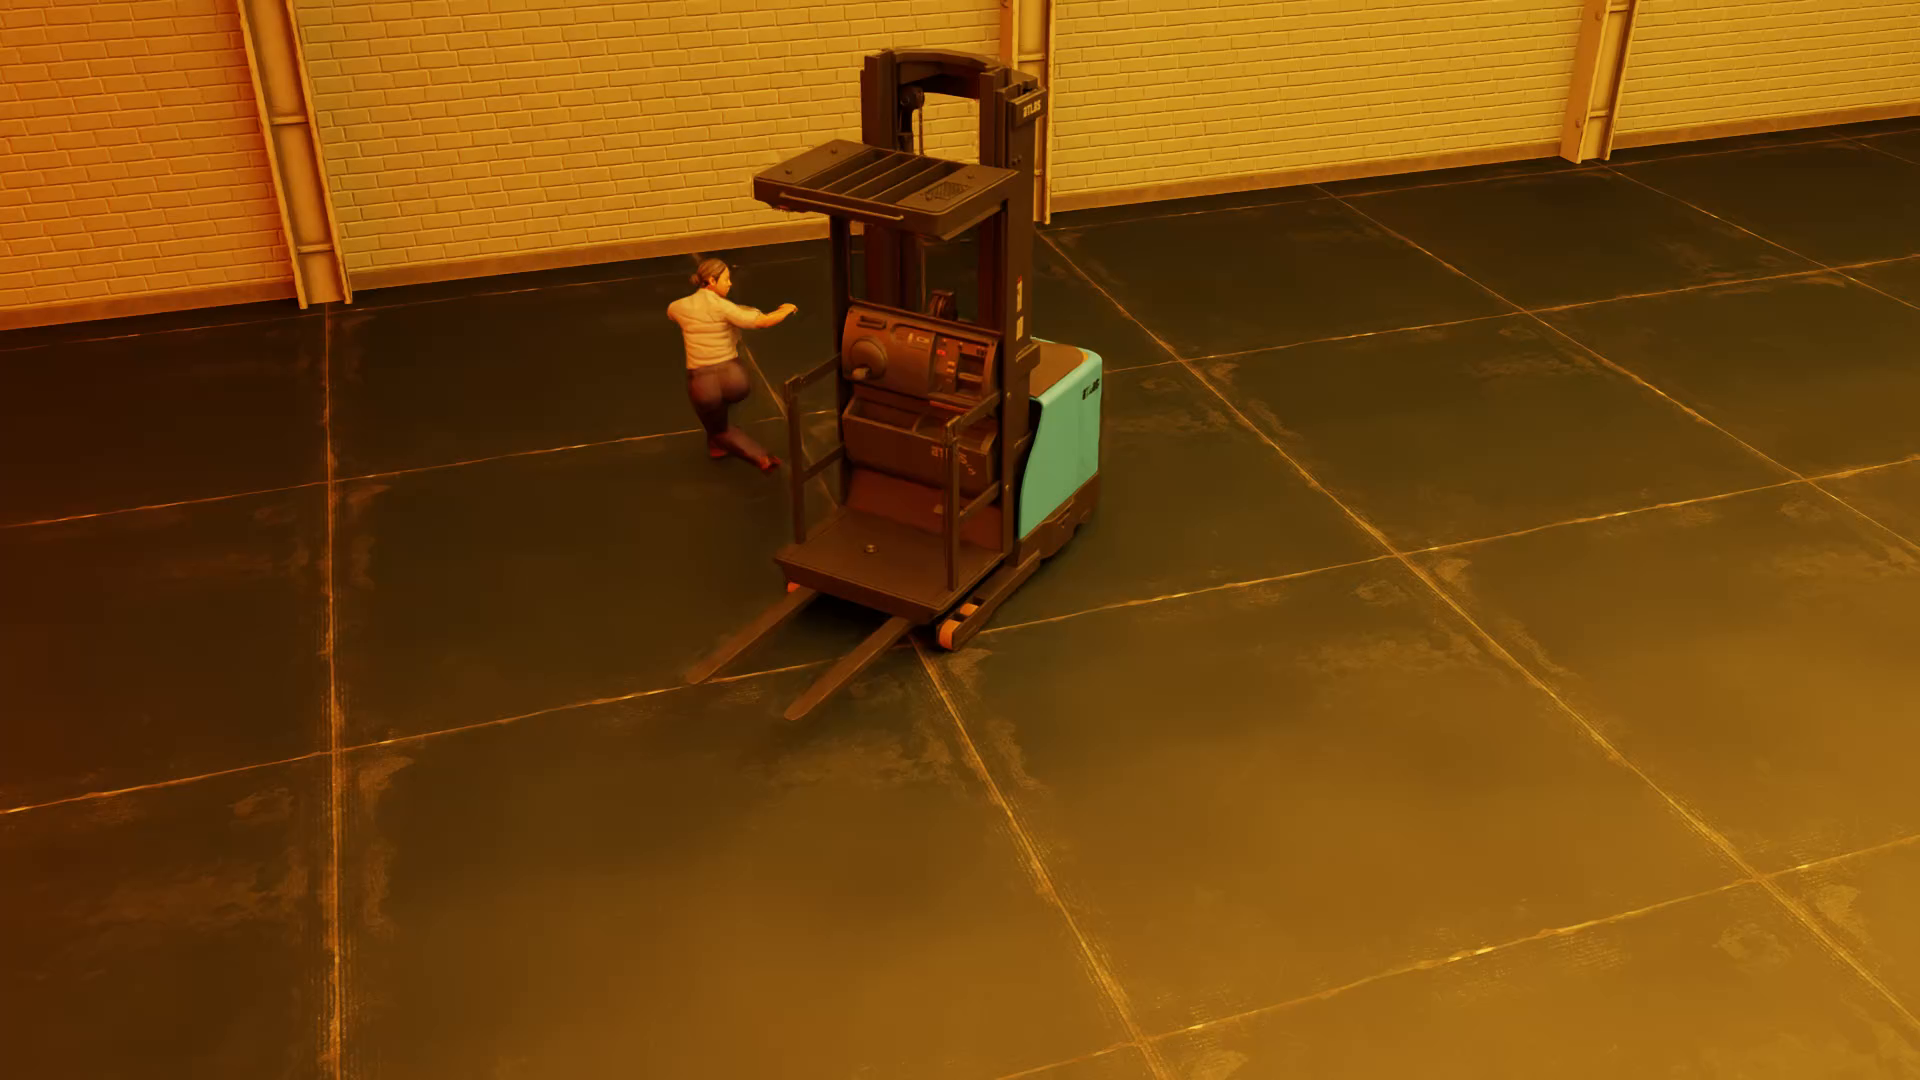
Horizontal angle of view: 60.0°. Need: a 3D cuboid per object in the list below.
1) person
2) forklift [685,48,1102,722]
[{"bbox_3d":[-1.431,-1.135,10.639,0.805,1.409,1.061,-7,31,-12],"label":"person"},{"bbox_3d":[-0.329,-0.935,8.712,1.130,2.935,3.031,16,34,26],"label":"forklift"}]
